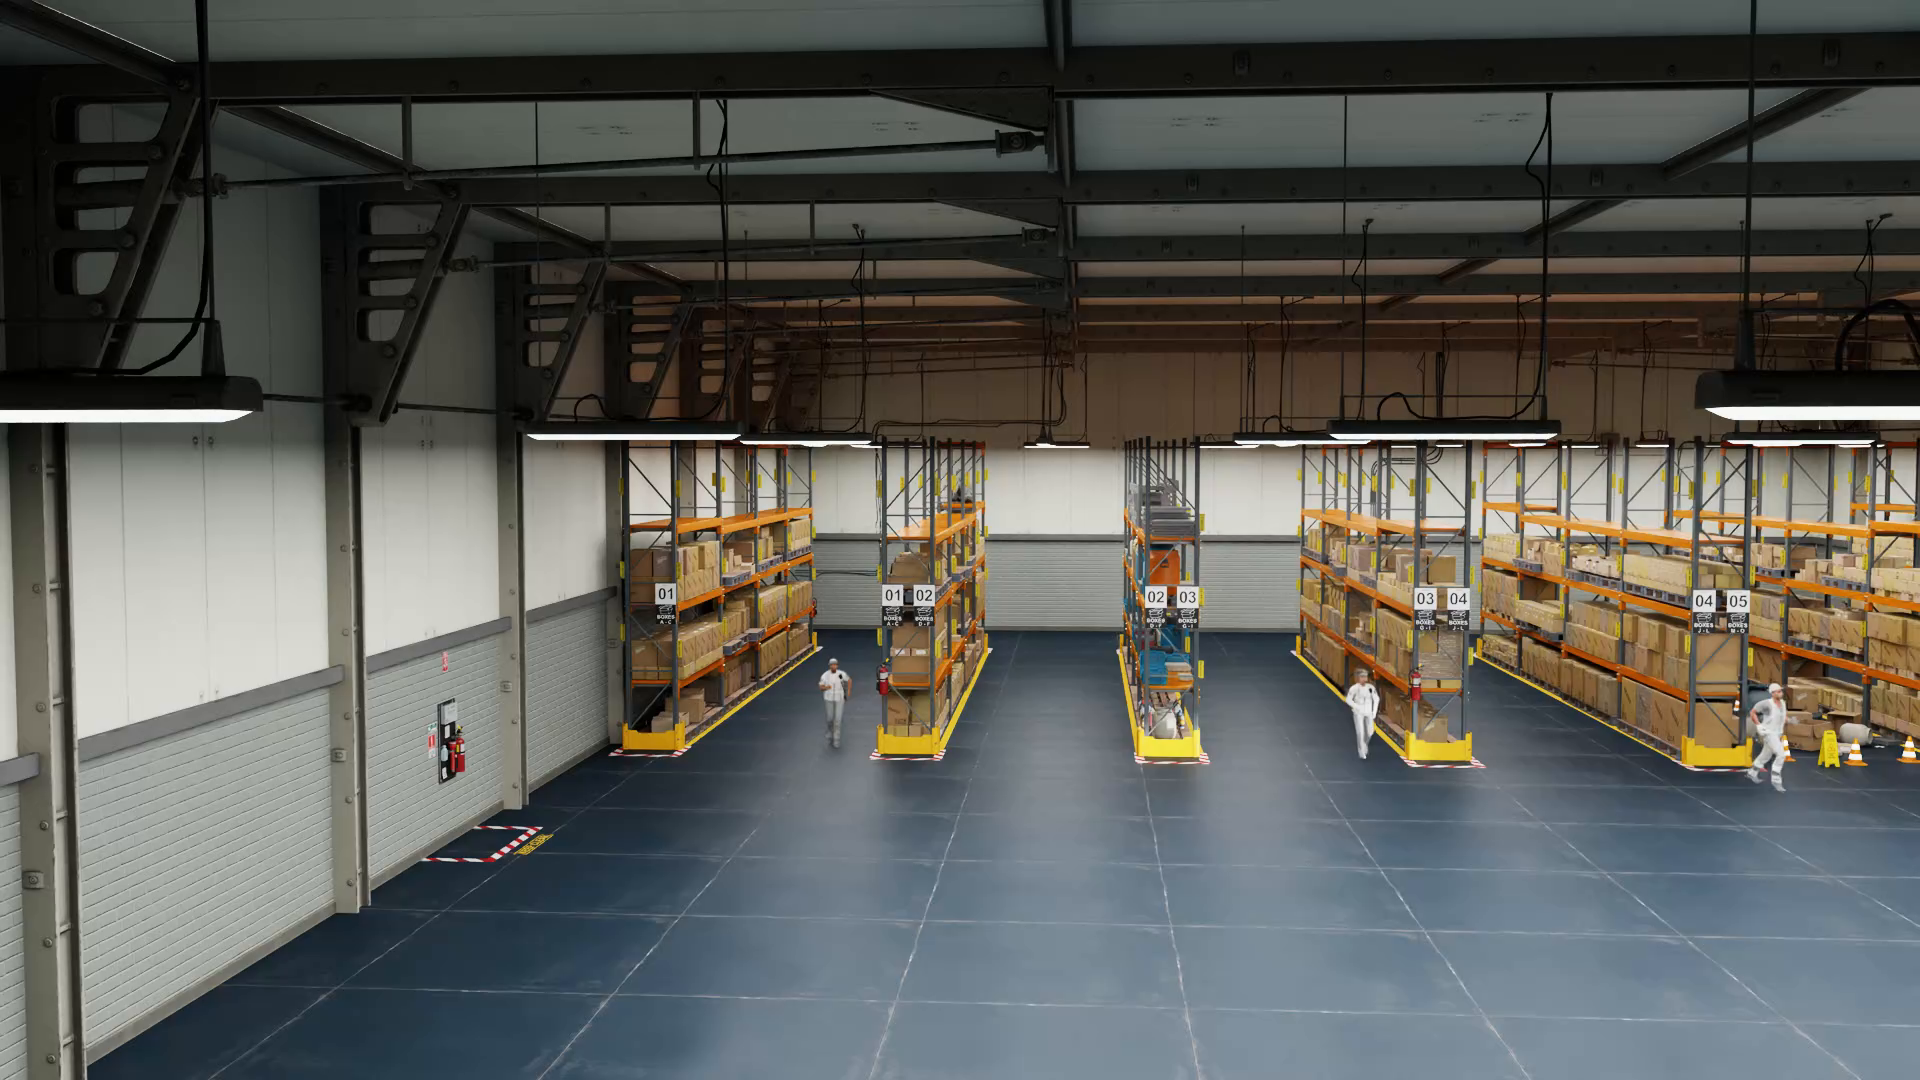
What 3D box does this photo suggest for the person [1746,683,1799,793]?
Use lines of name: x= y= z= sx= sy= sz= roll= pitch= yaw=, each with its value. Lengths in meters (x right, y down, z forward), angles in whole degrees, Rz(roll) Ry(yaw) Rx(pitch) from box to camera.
person: x=13.745 y=3.323 z=28.181 sx=0.616 sy=1.820 sz=0.844 roll=-2 pitch=4 yaw=-32

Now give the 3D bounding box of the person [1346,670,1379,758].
person: x=7.515 y=3.235 z=30.969 sx=0.630 sy=1.651 sz=0.511 roll=0 pitch=3 yaw=3

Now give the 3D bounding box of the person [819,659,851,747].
person: x=-2.462 y=3.153 z=32.549 sx=0.611 sy=1.633 sz=0.992 roll=0 pitch=3 yaw=2

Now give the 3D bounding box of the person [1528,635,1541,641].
person: x=16.181 y=2.361 z=46.764 sx=0.712 sy=1.724 sz=0.767 roll=-2 pitch=4 yaw=-36
